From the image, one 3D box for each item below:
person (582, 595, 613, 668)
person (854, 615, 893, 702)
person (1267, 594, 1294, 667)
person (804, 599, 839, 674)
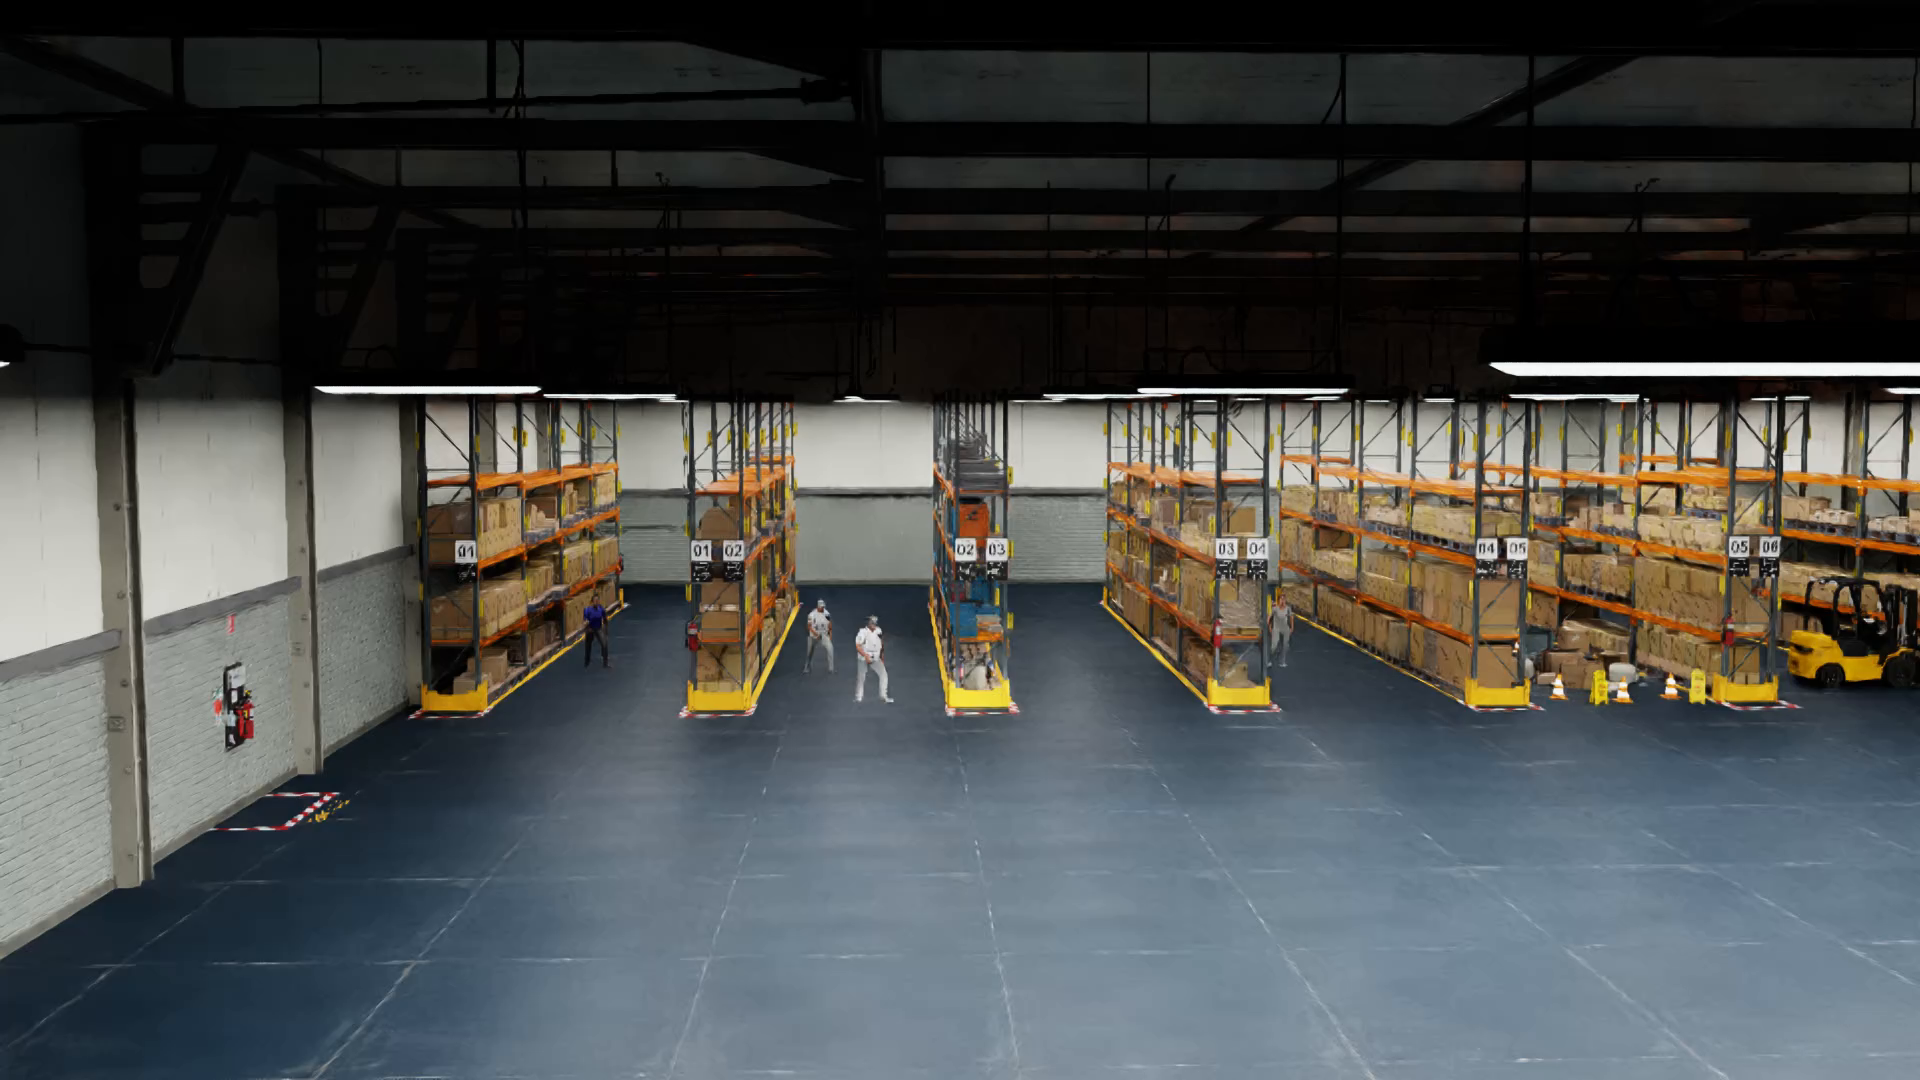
[{"bbox_3d":[-7.923,1.970,36.207,0.622,1.591,0.822,-2,5,-19],"label":"person"},{"bbox_3d":[-1.723,2.266,31.913,0.665,1.702,0.771,-2,5,-24],"label":"person"},{"bbox_3d":[6.978,1.978,36.268,0.580,1.592,0.507,0,5,-4],"label":"person"},{"bbox_3d":[-2.977,2.033,35.392,0.655,1.594,0.824,-2,5,-20],"label":"person"}]
